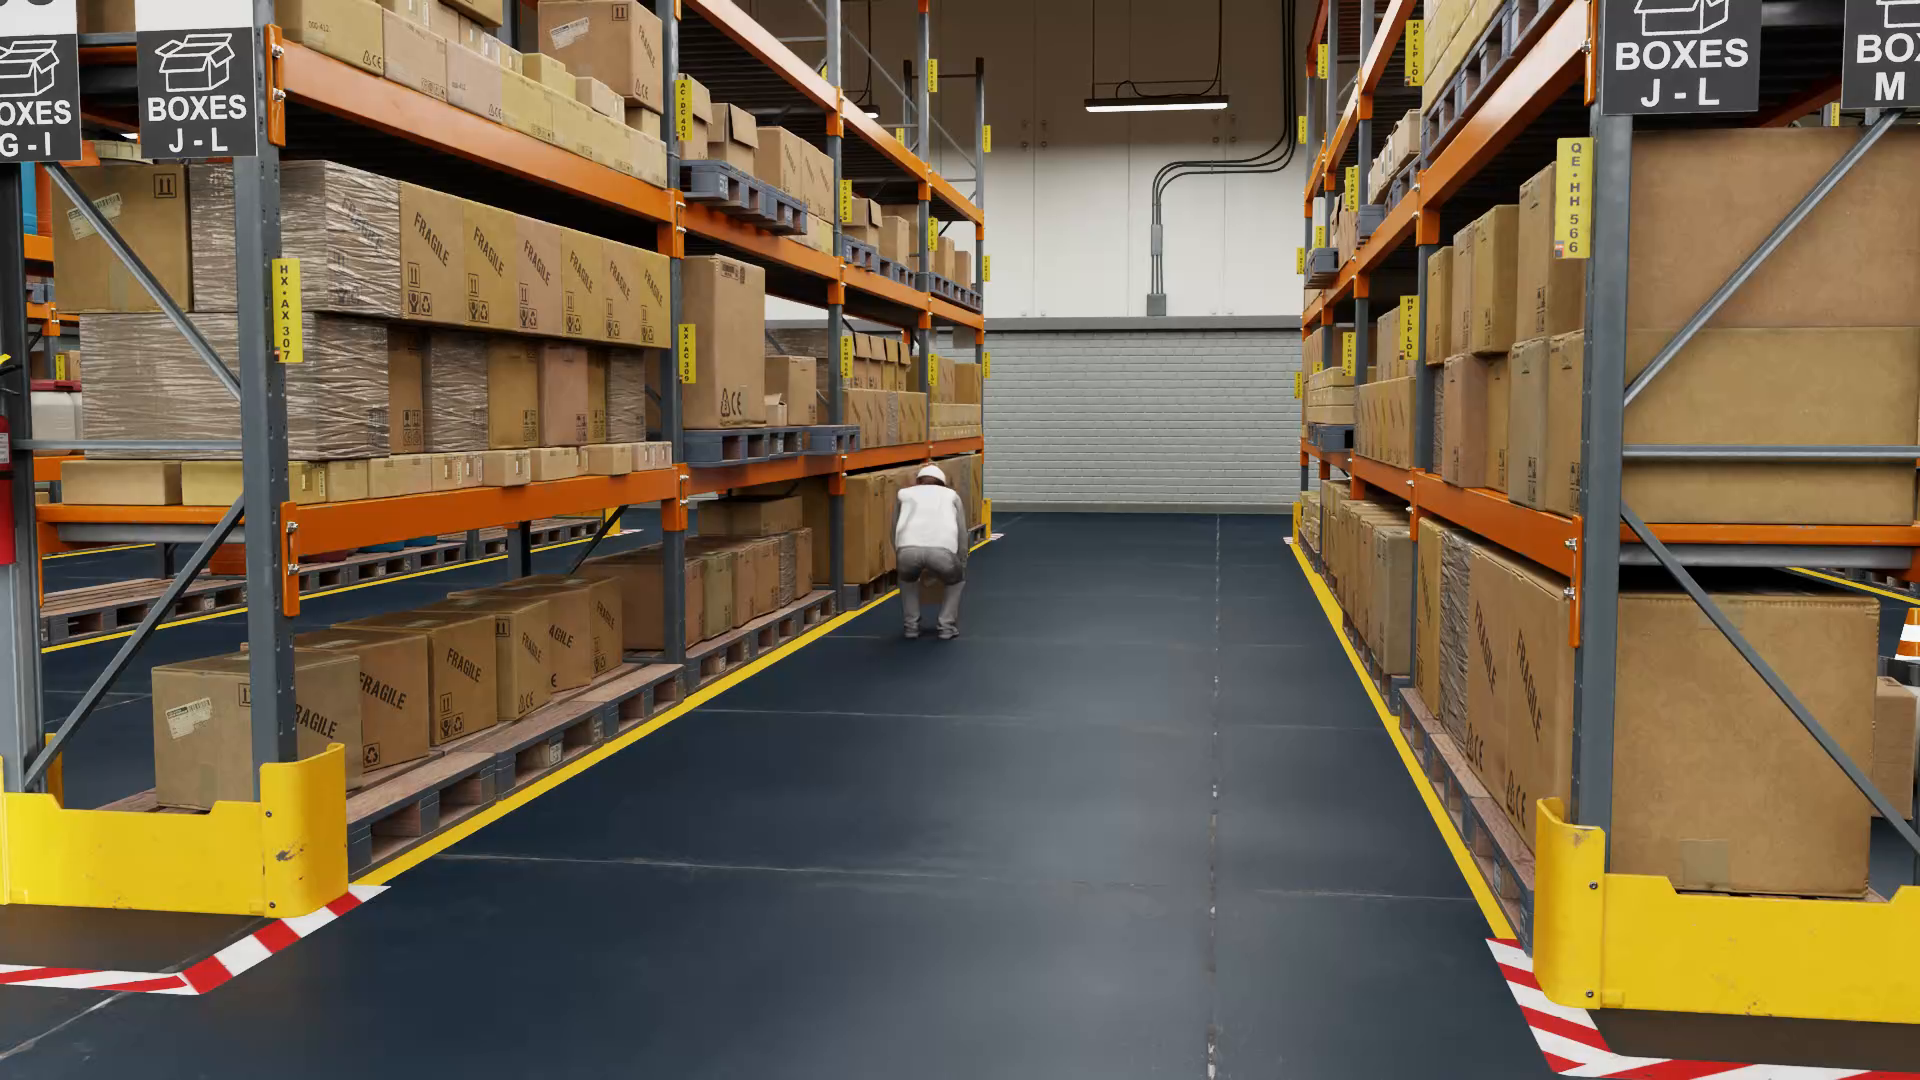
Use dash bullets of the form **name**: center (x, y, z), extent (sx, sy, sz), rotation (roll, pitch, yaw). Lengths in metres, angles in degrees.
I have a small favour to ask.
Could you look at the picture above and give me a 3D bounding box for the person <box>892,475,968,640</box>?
- **person**: center (-0.244, 0.118, 12.017), extent (0.560, 1.147, 0.861), rotation (1, 4, 9)
